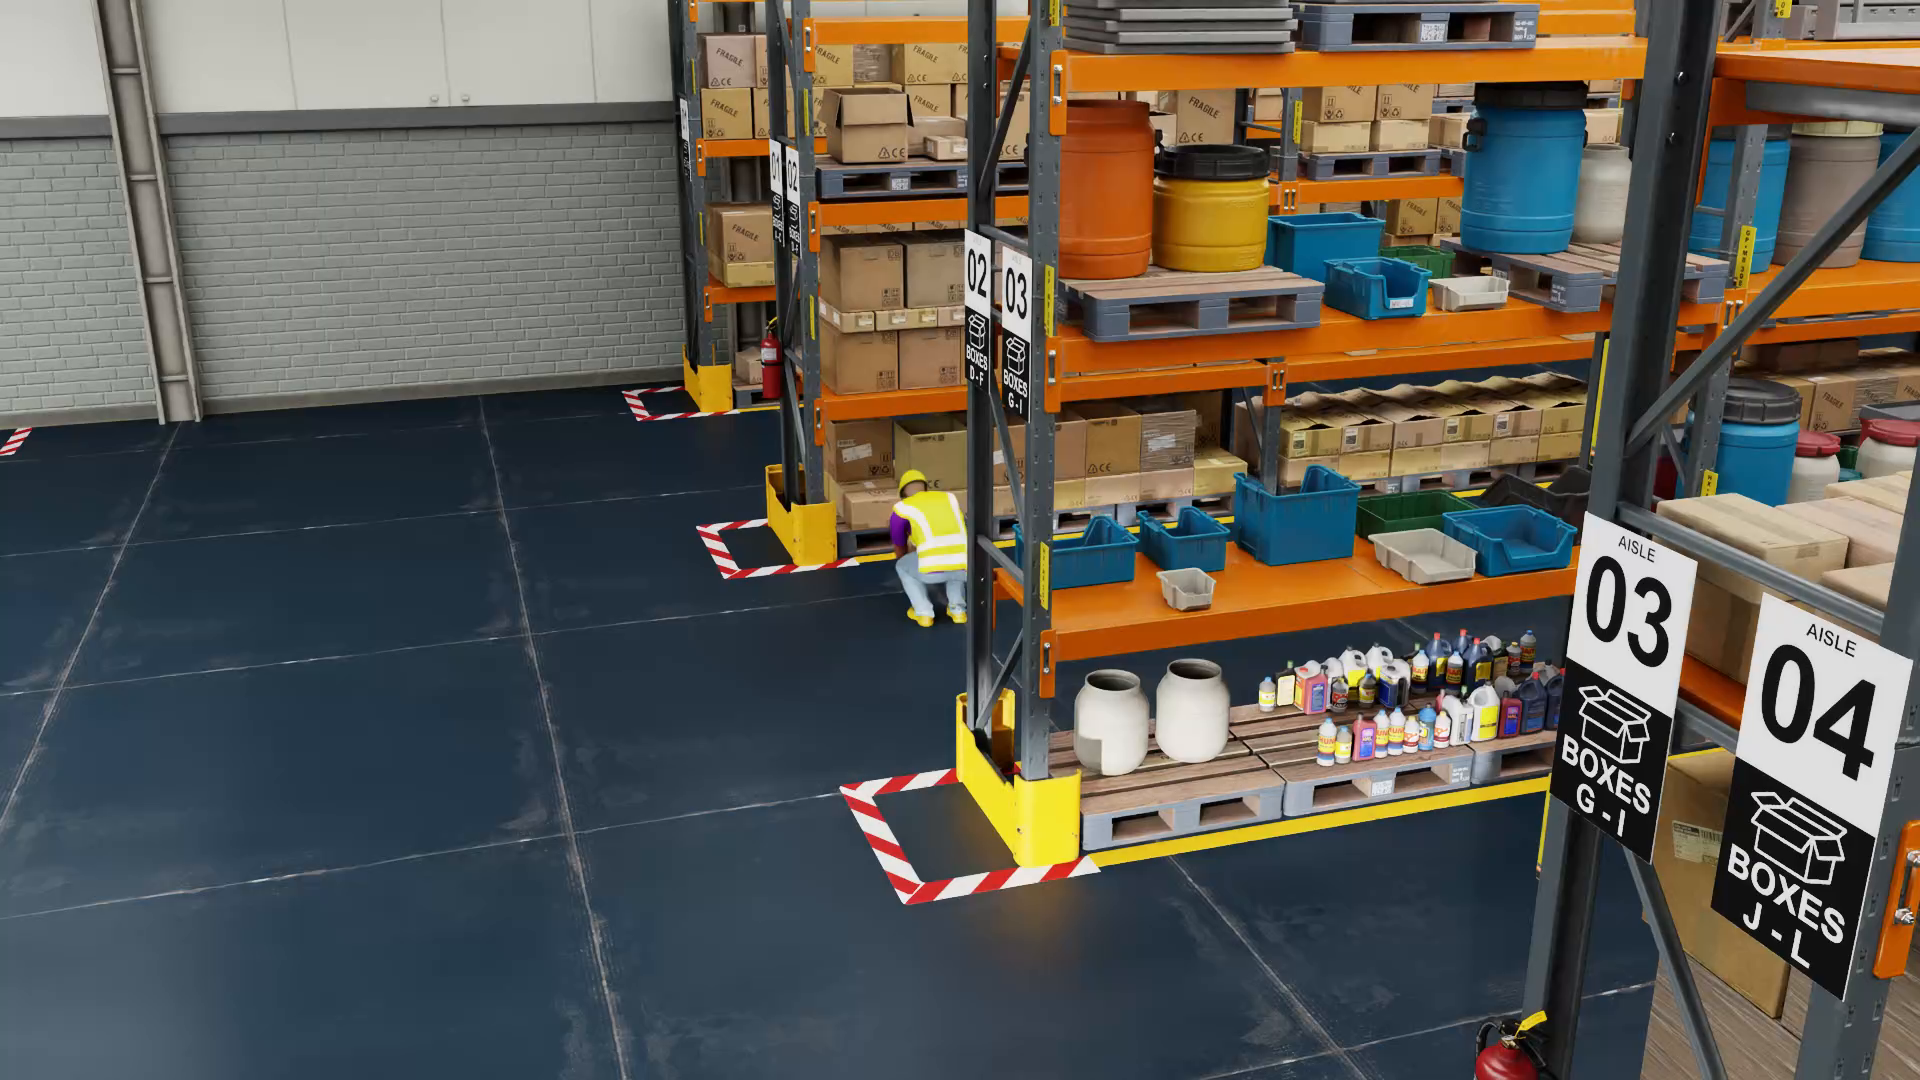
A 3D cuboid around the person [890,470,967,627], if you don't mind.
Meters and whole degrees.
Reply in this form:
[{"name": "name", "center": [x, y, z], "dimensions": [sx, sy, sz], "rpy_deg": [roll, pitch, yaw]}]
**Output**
[{"name": "person", "center": [-0.226, 0.054, 12.043], "dimensions": [0.544, 1.012, 0.898], "rpy_deg": [-7, 20, -18]}]
